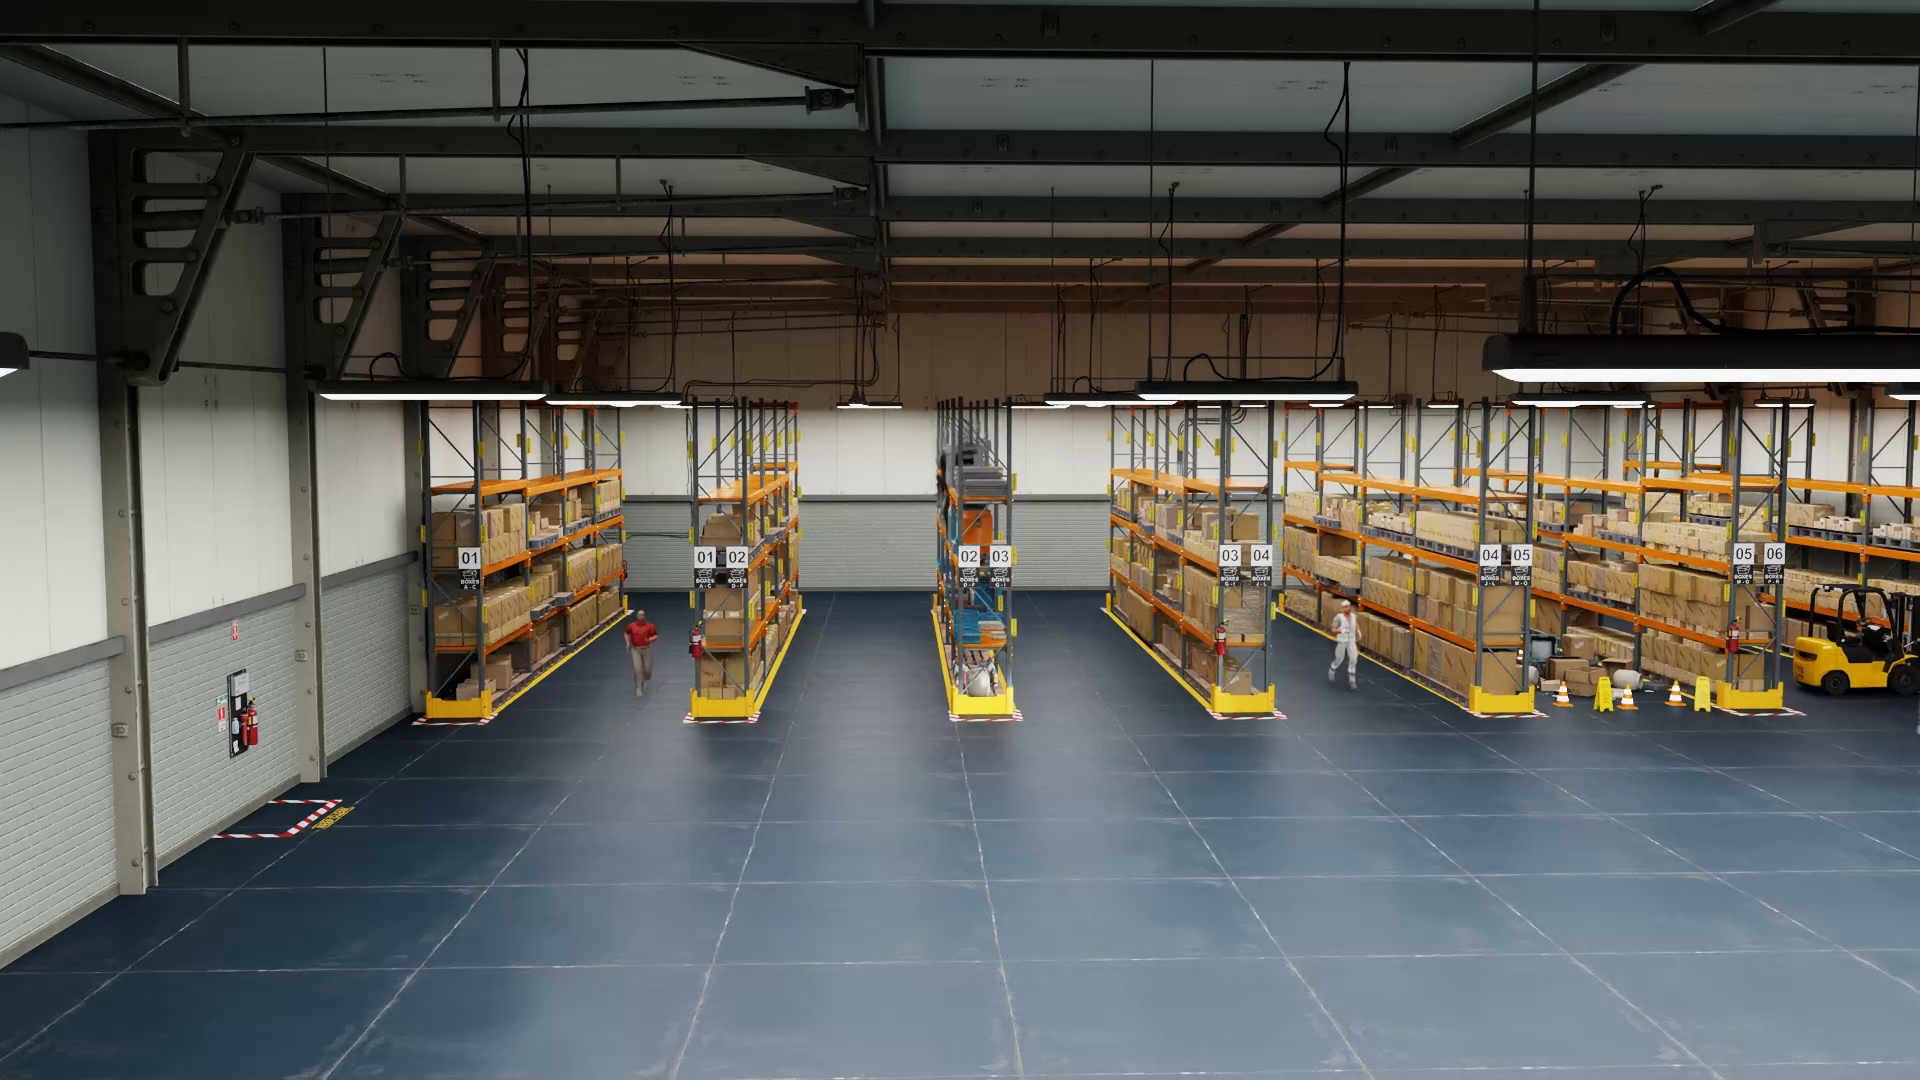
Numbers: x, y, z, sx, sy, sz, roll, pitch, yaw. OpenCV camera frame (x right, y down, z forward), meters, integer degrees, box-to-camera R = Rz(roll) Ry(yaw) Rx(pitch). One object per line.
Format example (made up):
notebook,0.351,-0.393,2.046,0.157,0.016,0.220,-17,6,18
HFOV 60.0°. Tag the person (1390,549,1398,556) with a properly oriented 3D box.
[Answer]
person,12.872,1.036,49.235,0.914,1.766,0.728,0,4,6

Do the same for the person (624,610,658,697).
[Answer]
person,-6.438,2.266,33.584,0.673,1.699,0.902,-1,4,-11

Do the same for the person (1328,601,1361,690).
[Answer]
person,8.021,2.151,34.617,0.673,1.814,0.980,-1,4,-9
